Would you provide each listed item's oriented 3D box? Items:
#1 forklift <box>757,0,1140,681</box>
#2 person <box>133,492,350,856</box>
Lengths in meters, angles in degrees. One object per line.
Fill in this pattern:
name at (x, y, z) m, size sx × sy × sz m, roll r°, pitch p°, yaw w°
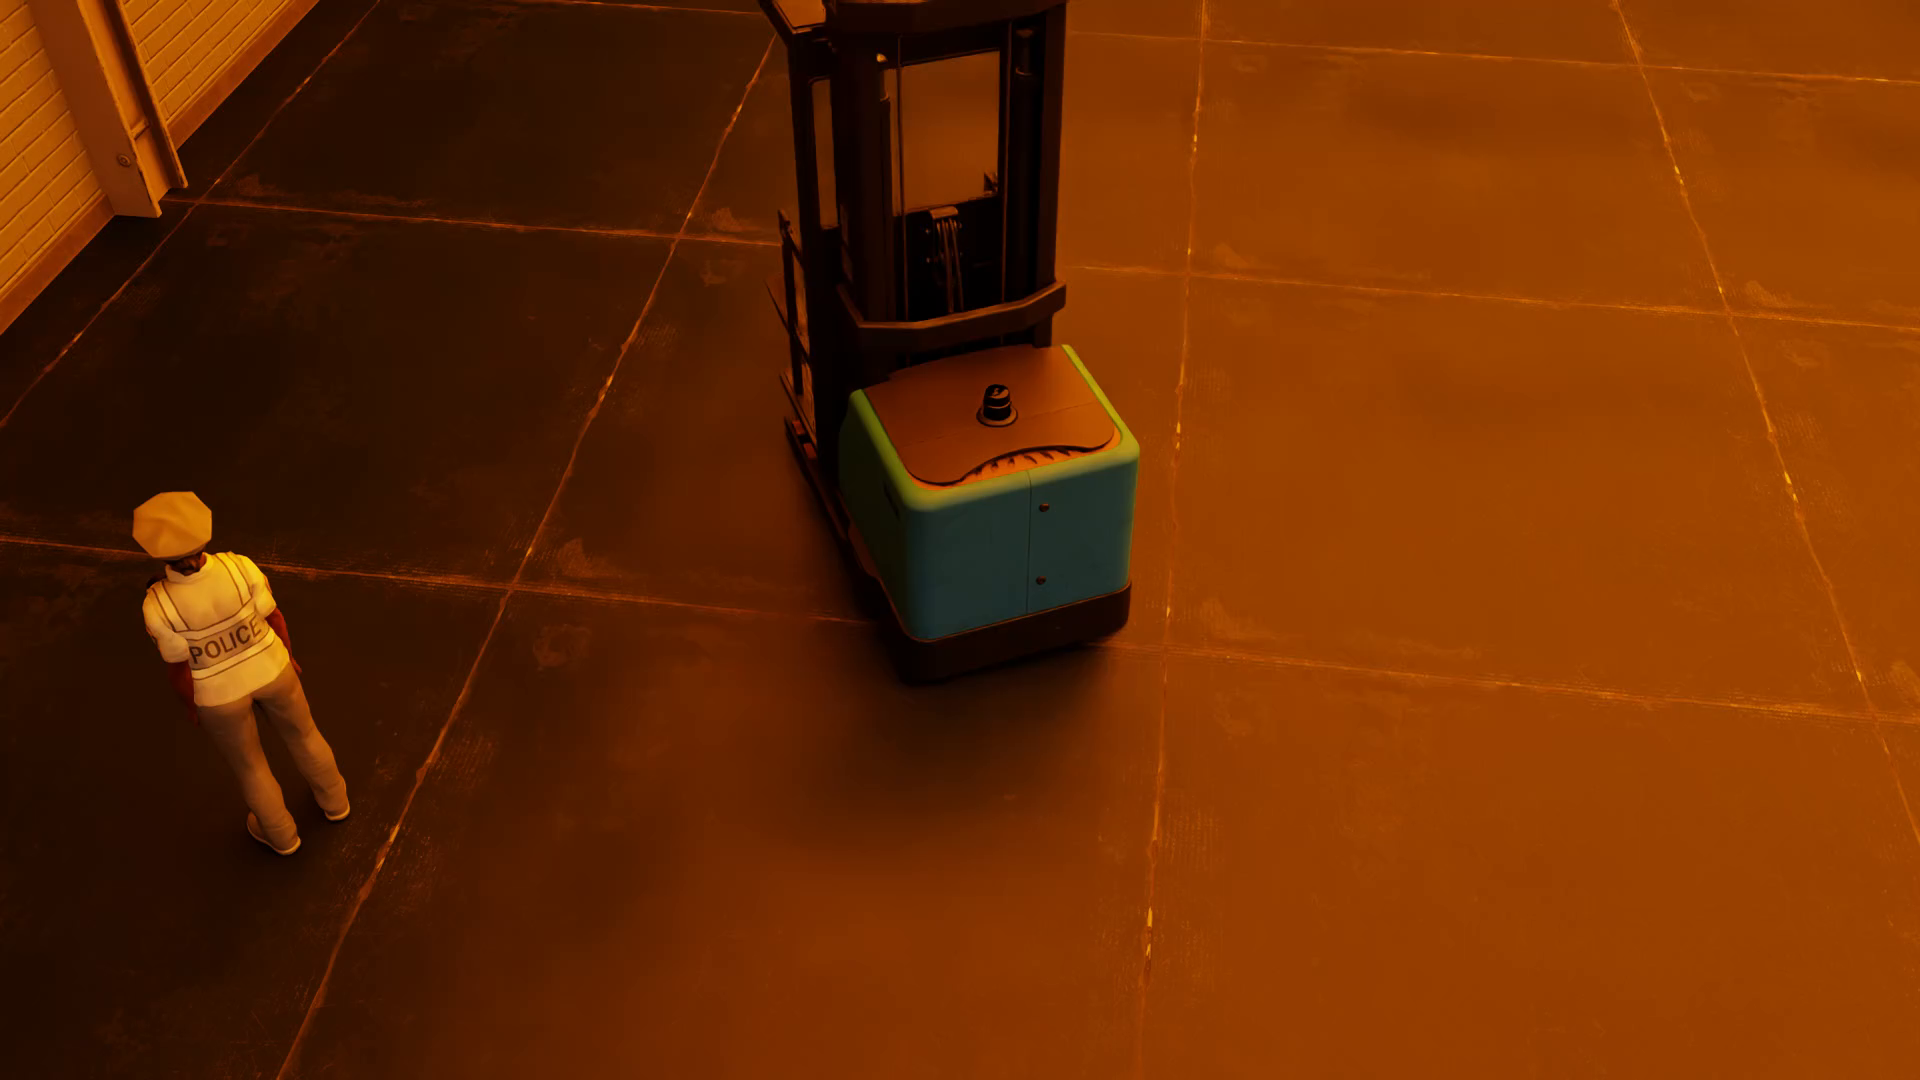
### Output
forklift at (-0.234, -1.487, 7.343) m, size 1.130 × 2.935 × 3.031 m, roll -14°, pitch 44°, yaw -15°
person at (-2.640, 0.502, 6.098) m, size 0.446 × 1.692 × 0.339 m, roll -31°, pitch 51°, yaw -30°
